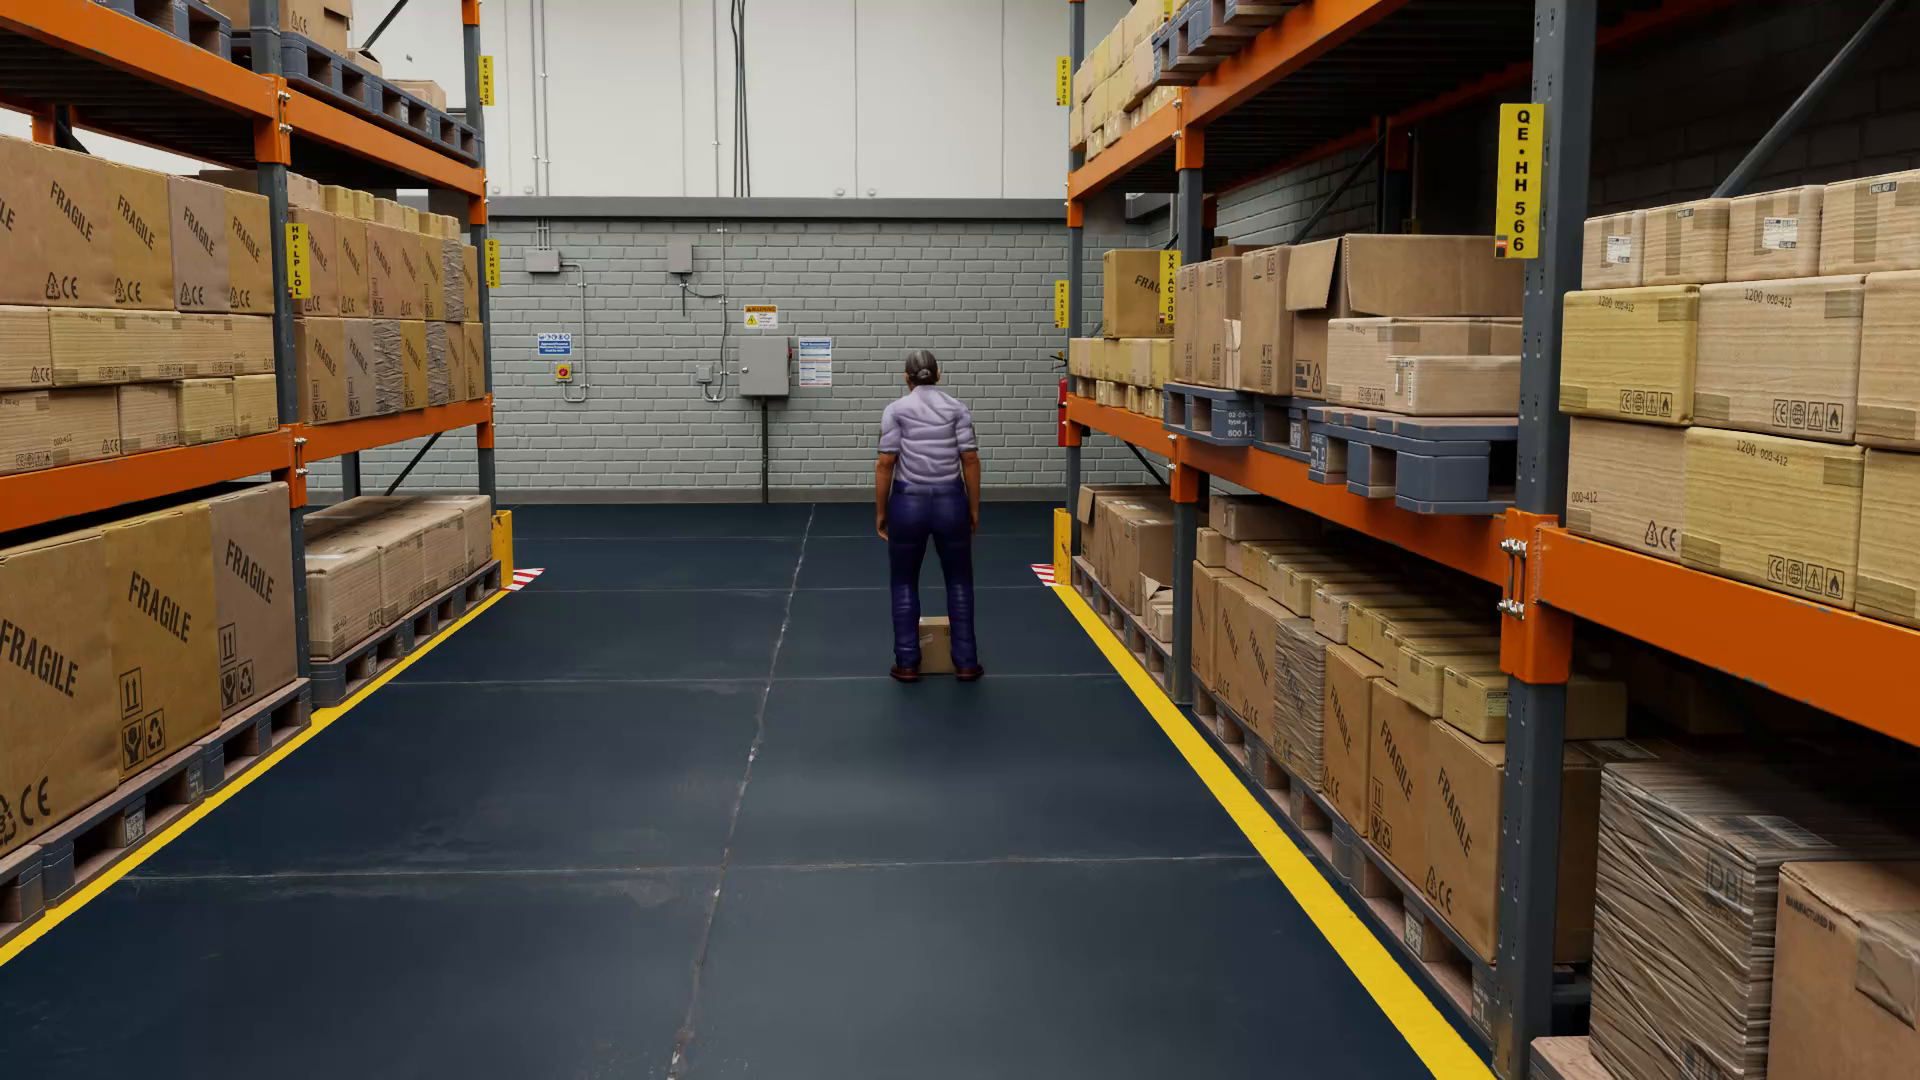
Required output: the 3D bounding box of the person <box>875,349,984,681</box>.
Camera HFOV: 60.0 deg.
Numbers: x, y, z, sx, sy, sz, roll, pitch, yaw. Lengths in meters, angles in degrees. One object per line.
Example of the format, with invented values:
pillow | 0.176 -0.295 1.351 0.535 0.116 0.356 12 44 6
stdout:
person | -0.145 -0.116 8.294 0.561 1.636 0.368 -1 7 -7
